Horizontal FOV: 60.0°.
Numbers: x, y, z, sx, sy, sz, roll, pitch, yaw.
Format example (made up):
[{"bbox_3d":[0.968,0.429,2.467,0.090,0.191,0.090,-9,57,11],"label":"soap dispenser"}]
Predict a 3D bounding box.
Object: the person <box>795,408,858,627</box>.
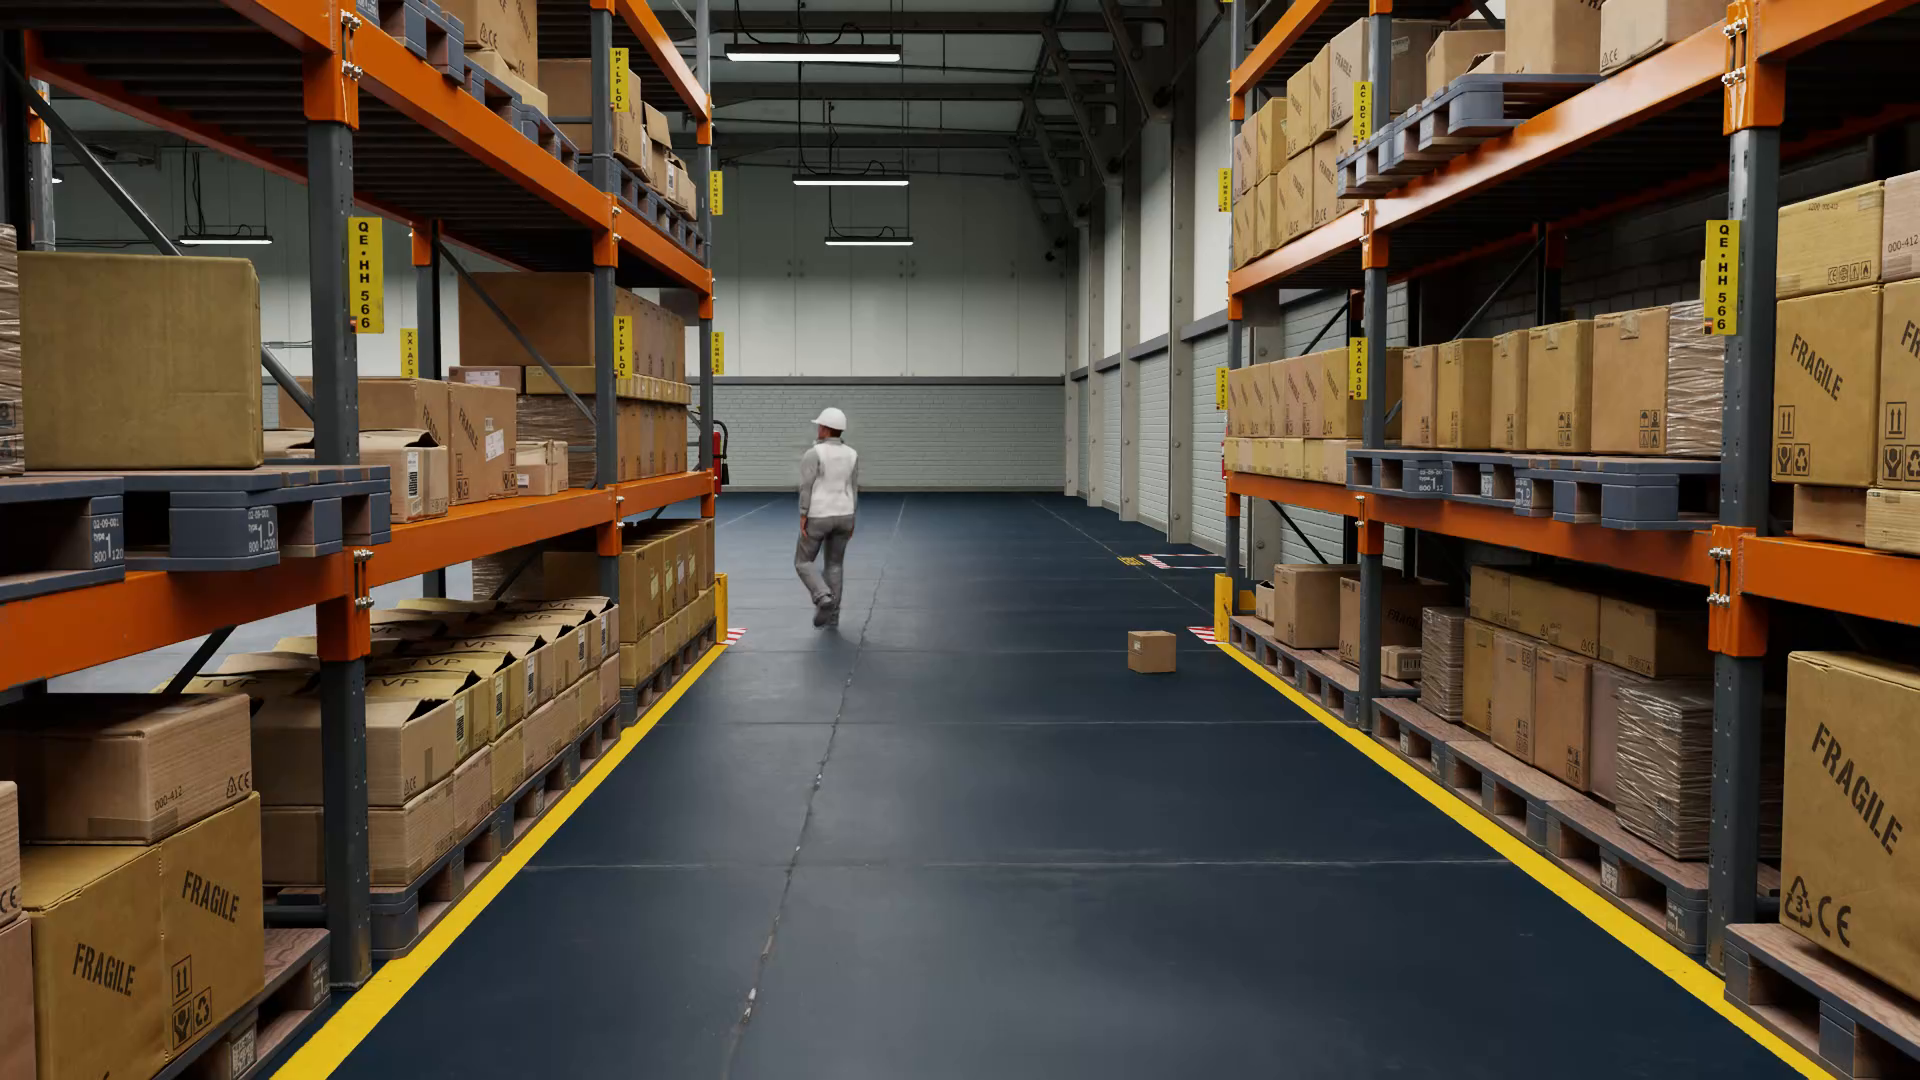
[{"bbox_3d":[-1.074,-0.185,13.450,0.548,1.762,0.503,-2,4,-31],"label":"person"}]
